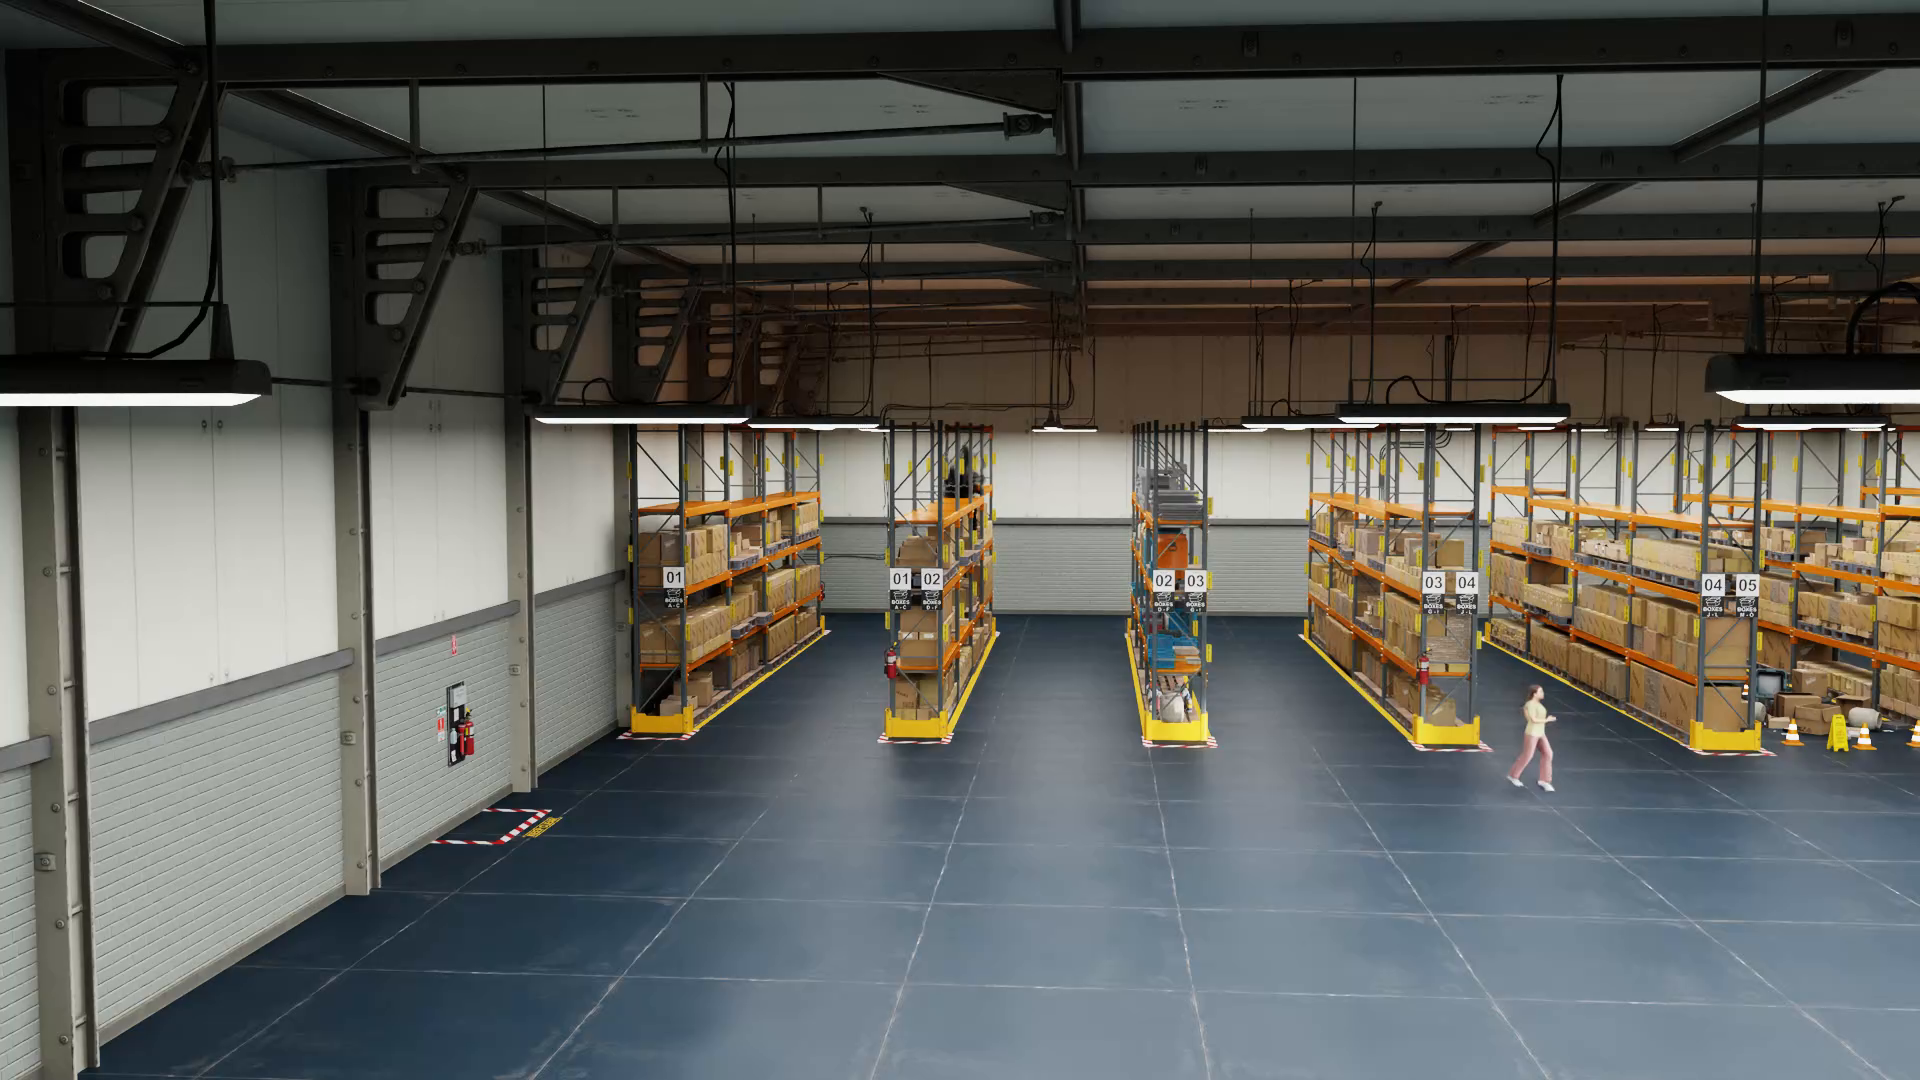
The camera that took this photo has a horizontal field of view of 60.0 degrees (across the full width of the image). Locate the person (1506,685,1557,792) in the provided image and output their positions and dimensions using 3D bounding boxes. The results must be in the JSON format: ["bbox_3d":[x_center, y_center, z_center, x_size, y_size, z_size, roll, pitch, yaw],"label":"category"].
[{"bbox_3d":[9.216,3.186,26.795,0.780,1.737,0.564,3,5,37],"label":"person"}]

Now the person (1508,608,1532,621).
[{"bbox_3d":[16.004,1.908,47.437,0.766,1.660,0.721,1,4,10],"label":"person"}]

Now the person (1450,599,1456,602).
[{"bbox_3d":[13.322,2.103,45.069,0.546,1.551,0.615,1,4,12],"label":"person"}]
